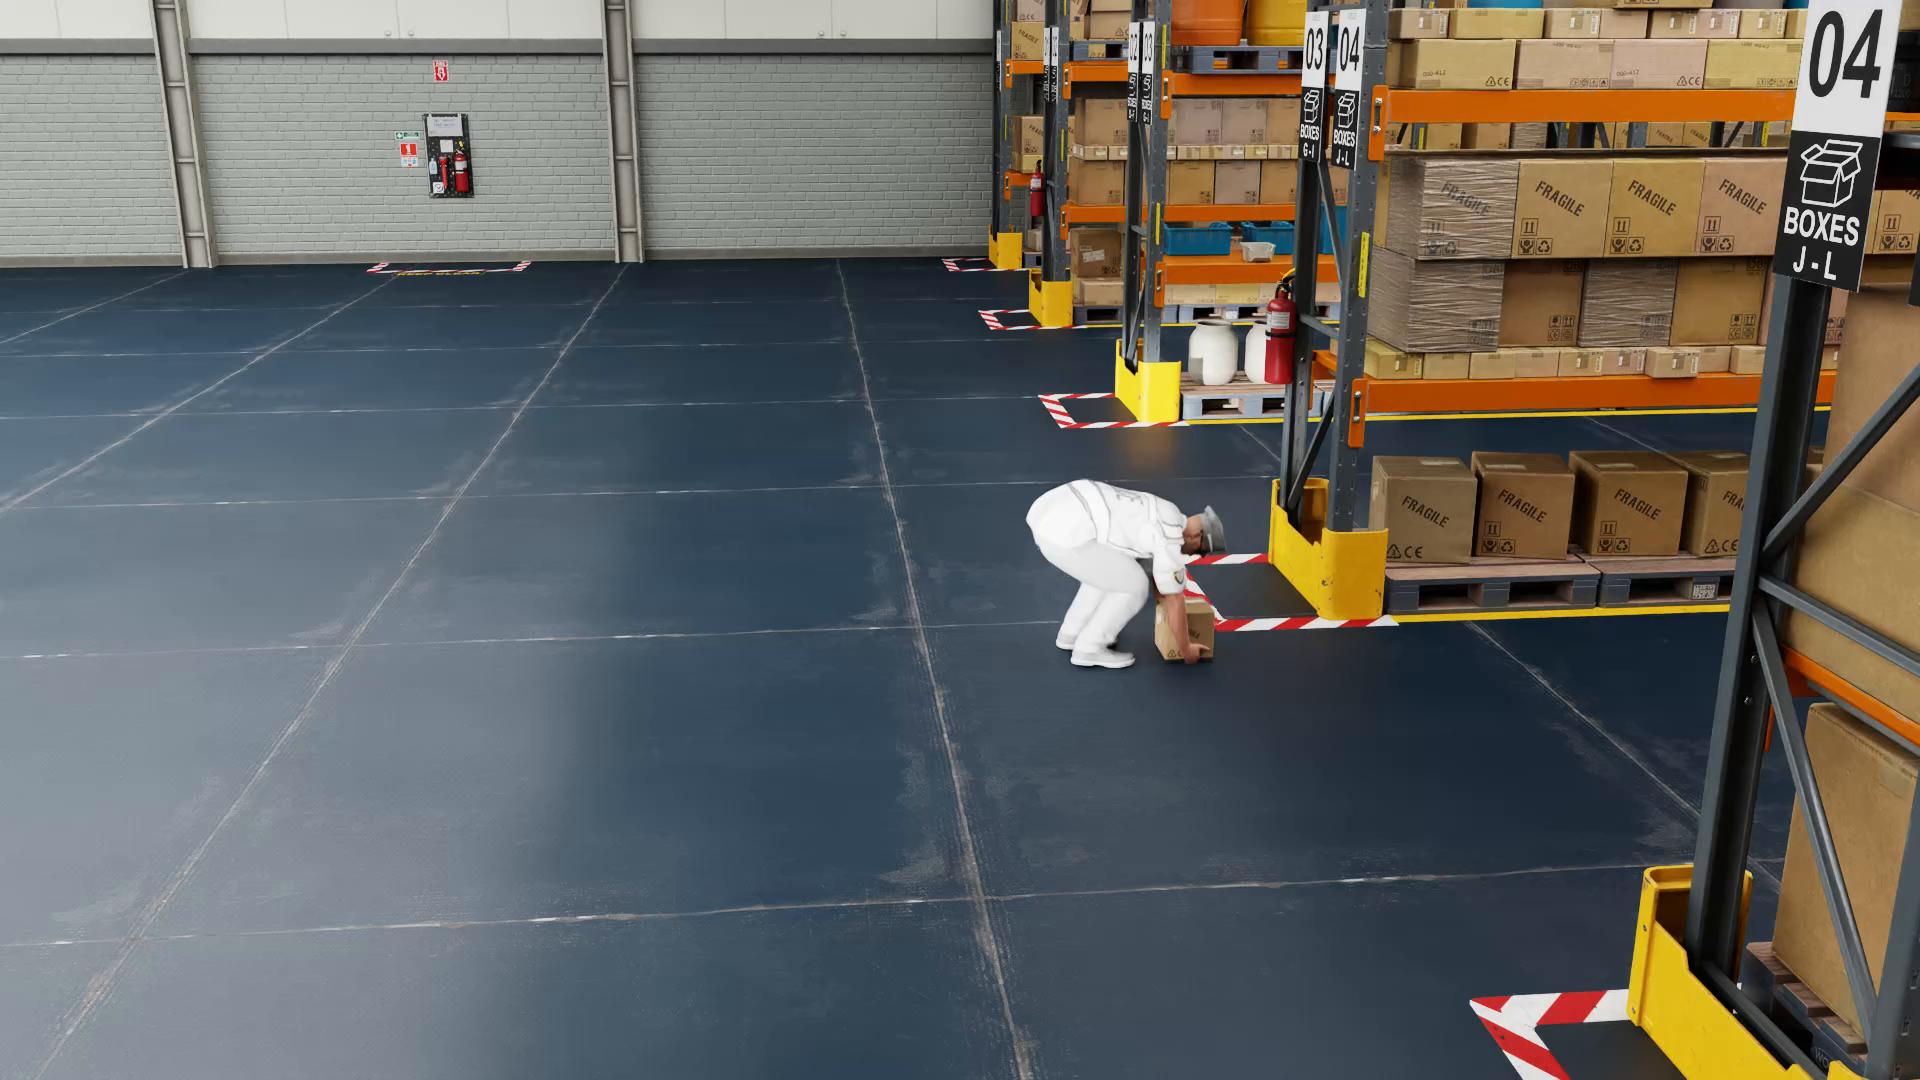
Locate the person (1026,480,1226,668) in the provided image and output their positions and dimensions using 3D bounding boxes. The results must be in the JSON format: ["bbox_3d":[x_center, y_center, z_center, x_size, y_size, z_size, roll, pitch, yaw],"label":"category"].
[{"bbox_3d":[0.852,0.151,8.475,1.025,0.929,0.536,-2,17,-8],"label":"person"}]
